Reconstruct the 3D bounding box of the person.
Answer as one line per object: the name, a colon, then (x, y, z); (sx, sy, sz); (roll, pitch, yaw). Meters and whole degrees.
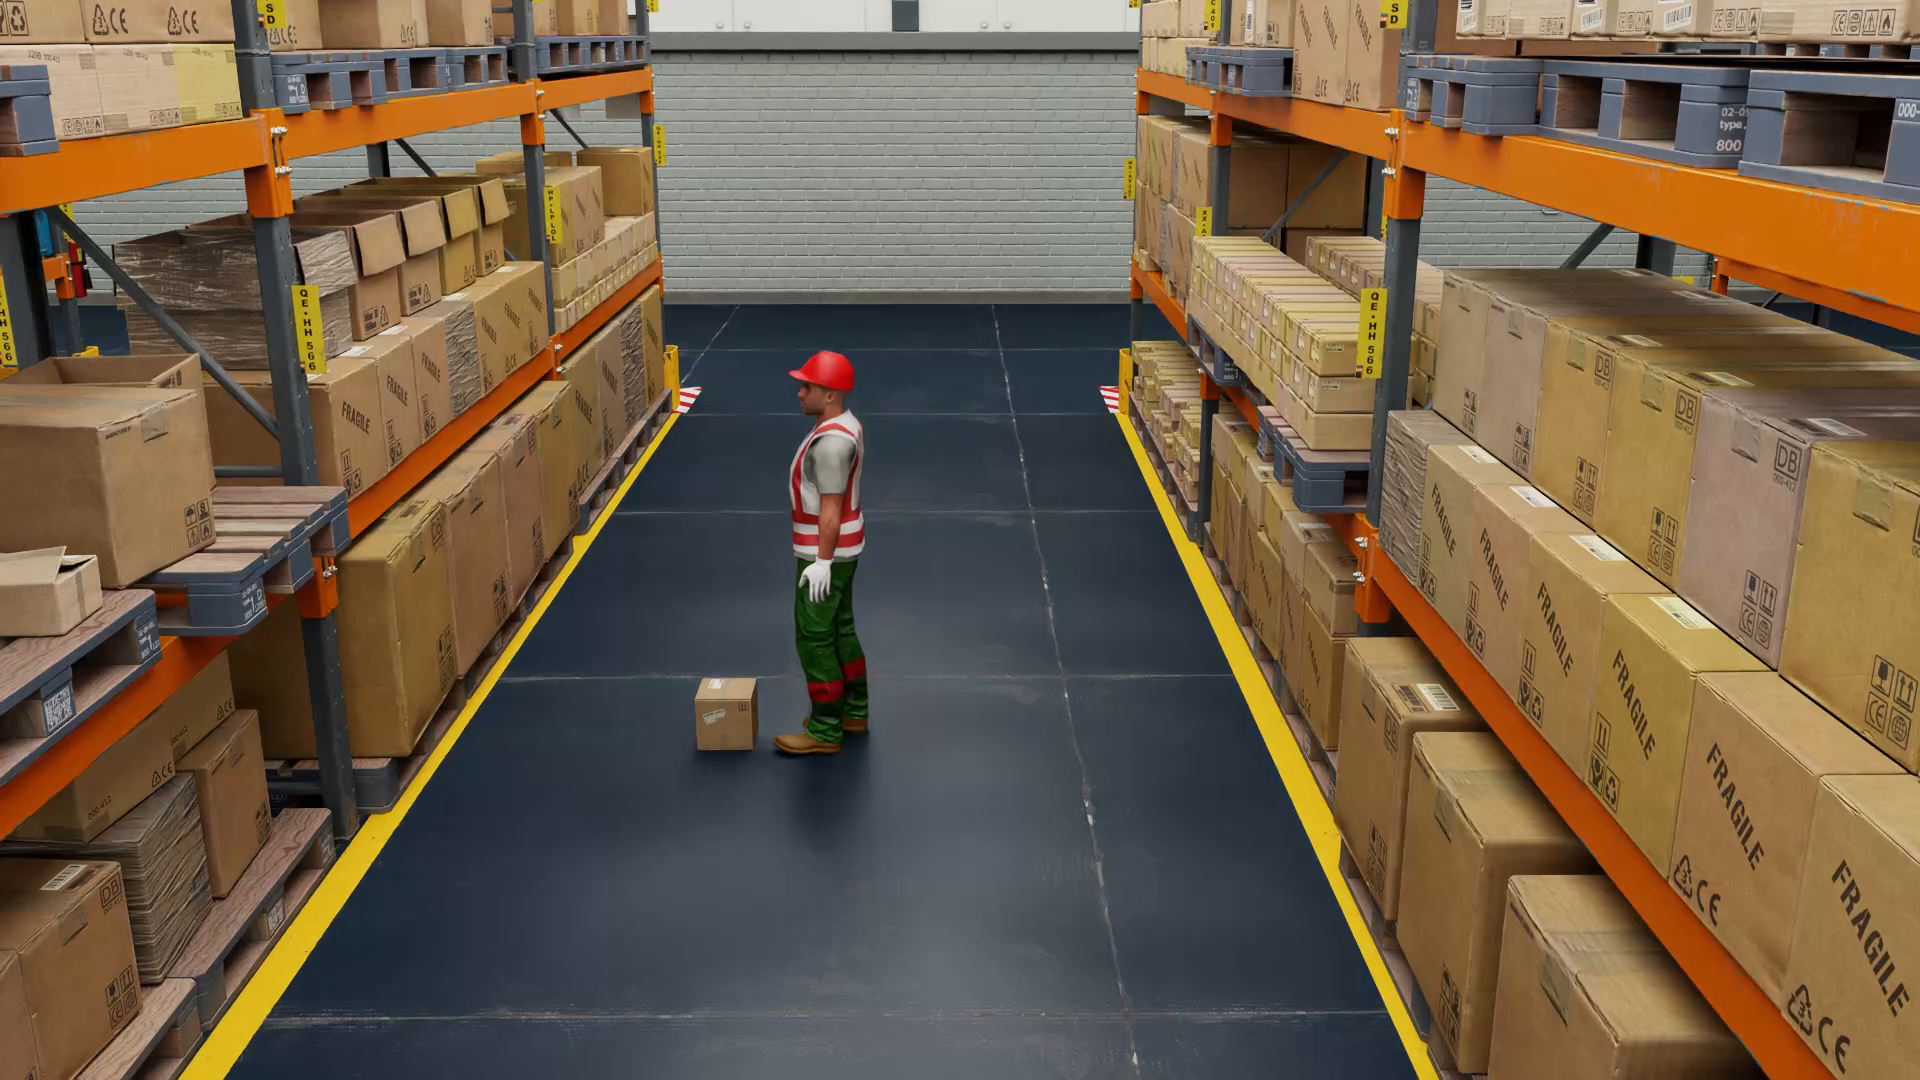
person: (-0.623, 0.058, 7.315); (0.414, 1.793, 0.525); (0, 17, 1)
